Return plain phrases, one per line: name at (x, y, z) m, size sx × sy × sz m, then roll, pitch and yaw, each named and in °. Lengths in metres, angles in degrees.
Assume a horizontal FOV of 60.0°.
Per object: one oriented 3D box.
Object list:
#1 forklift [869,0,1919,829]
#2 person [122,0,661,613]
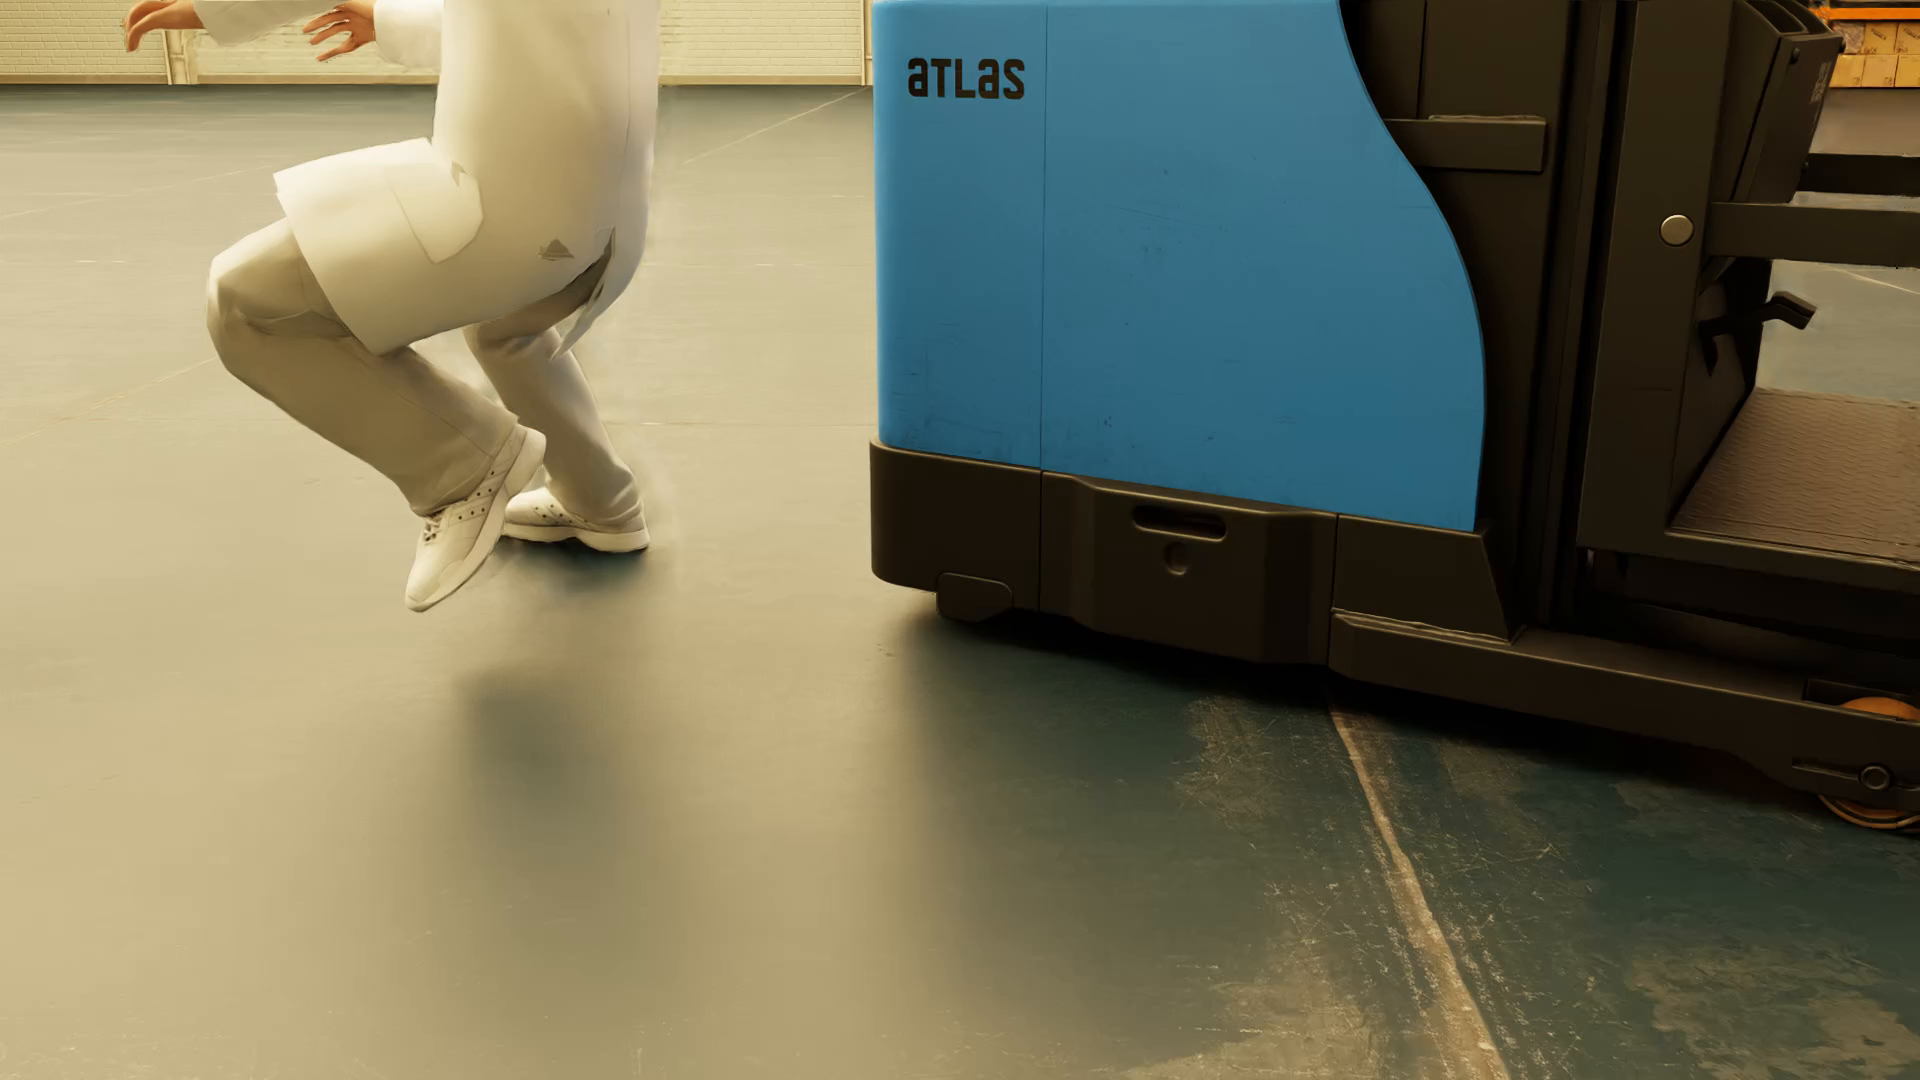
forklift at (1.376, -1.176, 2.215) m, size 3.031 × 2.935 × 1.130 m, roll 10°, pitch 20°, yaw 29°
person at (-0.873, -0.620, 2.775) m, size 0.825 × 1.535 × 0.898 m, roll 6°, pitch 18°, yaw 18°
